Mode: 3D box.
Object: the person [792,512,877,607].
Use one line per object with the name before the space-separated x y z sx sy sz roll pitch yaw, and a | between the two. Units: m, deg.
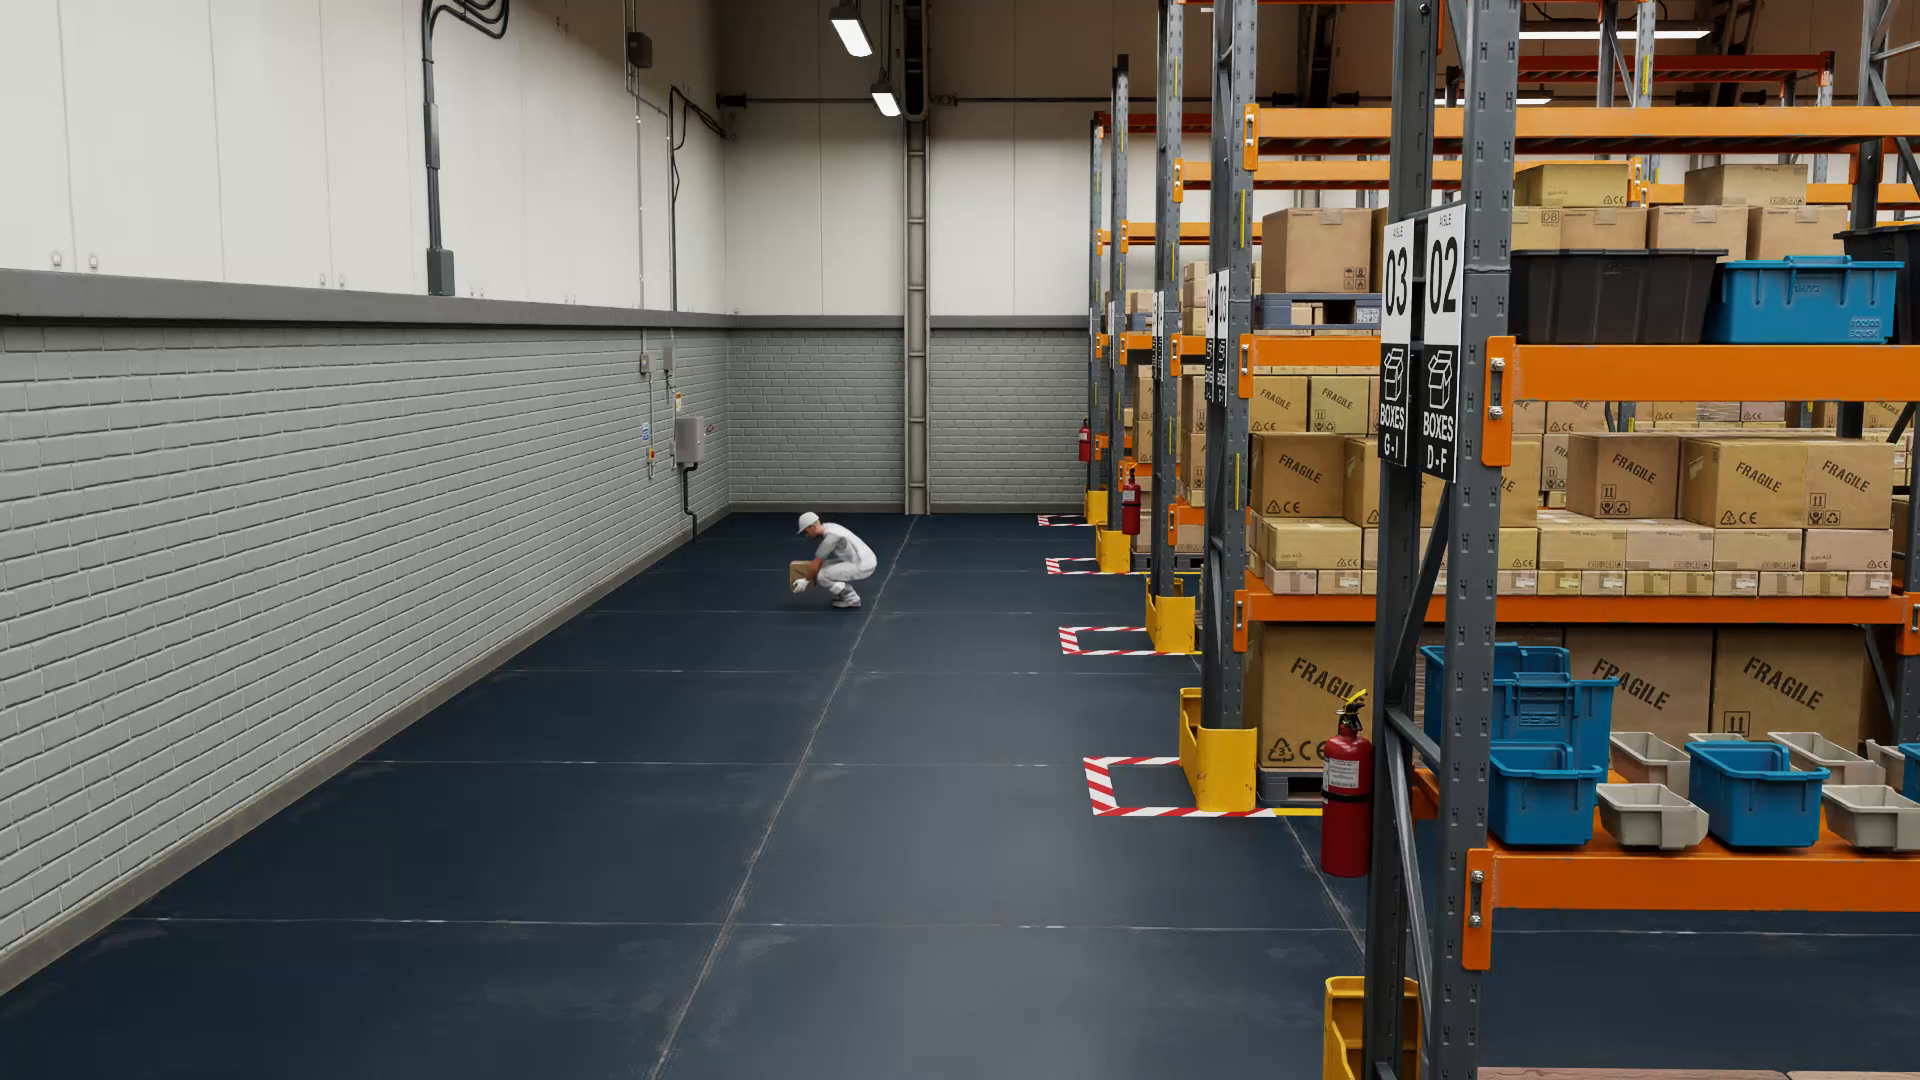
person | -1.306 0.199 17.322 0.873 0.992 0.561 0 7 1
